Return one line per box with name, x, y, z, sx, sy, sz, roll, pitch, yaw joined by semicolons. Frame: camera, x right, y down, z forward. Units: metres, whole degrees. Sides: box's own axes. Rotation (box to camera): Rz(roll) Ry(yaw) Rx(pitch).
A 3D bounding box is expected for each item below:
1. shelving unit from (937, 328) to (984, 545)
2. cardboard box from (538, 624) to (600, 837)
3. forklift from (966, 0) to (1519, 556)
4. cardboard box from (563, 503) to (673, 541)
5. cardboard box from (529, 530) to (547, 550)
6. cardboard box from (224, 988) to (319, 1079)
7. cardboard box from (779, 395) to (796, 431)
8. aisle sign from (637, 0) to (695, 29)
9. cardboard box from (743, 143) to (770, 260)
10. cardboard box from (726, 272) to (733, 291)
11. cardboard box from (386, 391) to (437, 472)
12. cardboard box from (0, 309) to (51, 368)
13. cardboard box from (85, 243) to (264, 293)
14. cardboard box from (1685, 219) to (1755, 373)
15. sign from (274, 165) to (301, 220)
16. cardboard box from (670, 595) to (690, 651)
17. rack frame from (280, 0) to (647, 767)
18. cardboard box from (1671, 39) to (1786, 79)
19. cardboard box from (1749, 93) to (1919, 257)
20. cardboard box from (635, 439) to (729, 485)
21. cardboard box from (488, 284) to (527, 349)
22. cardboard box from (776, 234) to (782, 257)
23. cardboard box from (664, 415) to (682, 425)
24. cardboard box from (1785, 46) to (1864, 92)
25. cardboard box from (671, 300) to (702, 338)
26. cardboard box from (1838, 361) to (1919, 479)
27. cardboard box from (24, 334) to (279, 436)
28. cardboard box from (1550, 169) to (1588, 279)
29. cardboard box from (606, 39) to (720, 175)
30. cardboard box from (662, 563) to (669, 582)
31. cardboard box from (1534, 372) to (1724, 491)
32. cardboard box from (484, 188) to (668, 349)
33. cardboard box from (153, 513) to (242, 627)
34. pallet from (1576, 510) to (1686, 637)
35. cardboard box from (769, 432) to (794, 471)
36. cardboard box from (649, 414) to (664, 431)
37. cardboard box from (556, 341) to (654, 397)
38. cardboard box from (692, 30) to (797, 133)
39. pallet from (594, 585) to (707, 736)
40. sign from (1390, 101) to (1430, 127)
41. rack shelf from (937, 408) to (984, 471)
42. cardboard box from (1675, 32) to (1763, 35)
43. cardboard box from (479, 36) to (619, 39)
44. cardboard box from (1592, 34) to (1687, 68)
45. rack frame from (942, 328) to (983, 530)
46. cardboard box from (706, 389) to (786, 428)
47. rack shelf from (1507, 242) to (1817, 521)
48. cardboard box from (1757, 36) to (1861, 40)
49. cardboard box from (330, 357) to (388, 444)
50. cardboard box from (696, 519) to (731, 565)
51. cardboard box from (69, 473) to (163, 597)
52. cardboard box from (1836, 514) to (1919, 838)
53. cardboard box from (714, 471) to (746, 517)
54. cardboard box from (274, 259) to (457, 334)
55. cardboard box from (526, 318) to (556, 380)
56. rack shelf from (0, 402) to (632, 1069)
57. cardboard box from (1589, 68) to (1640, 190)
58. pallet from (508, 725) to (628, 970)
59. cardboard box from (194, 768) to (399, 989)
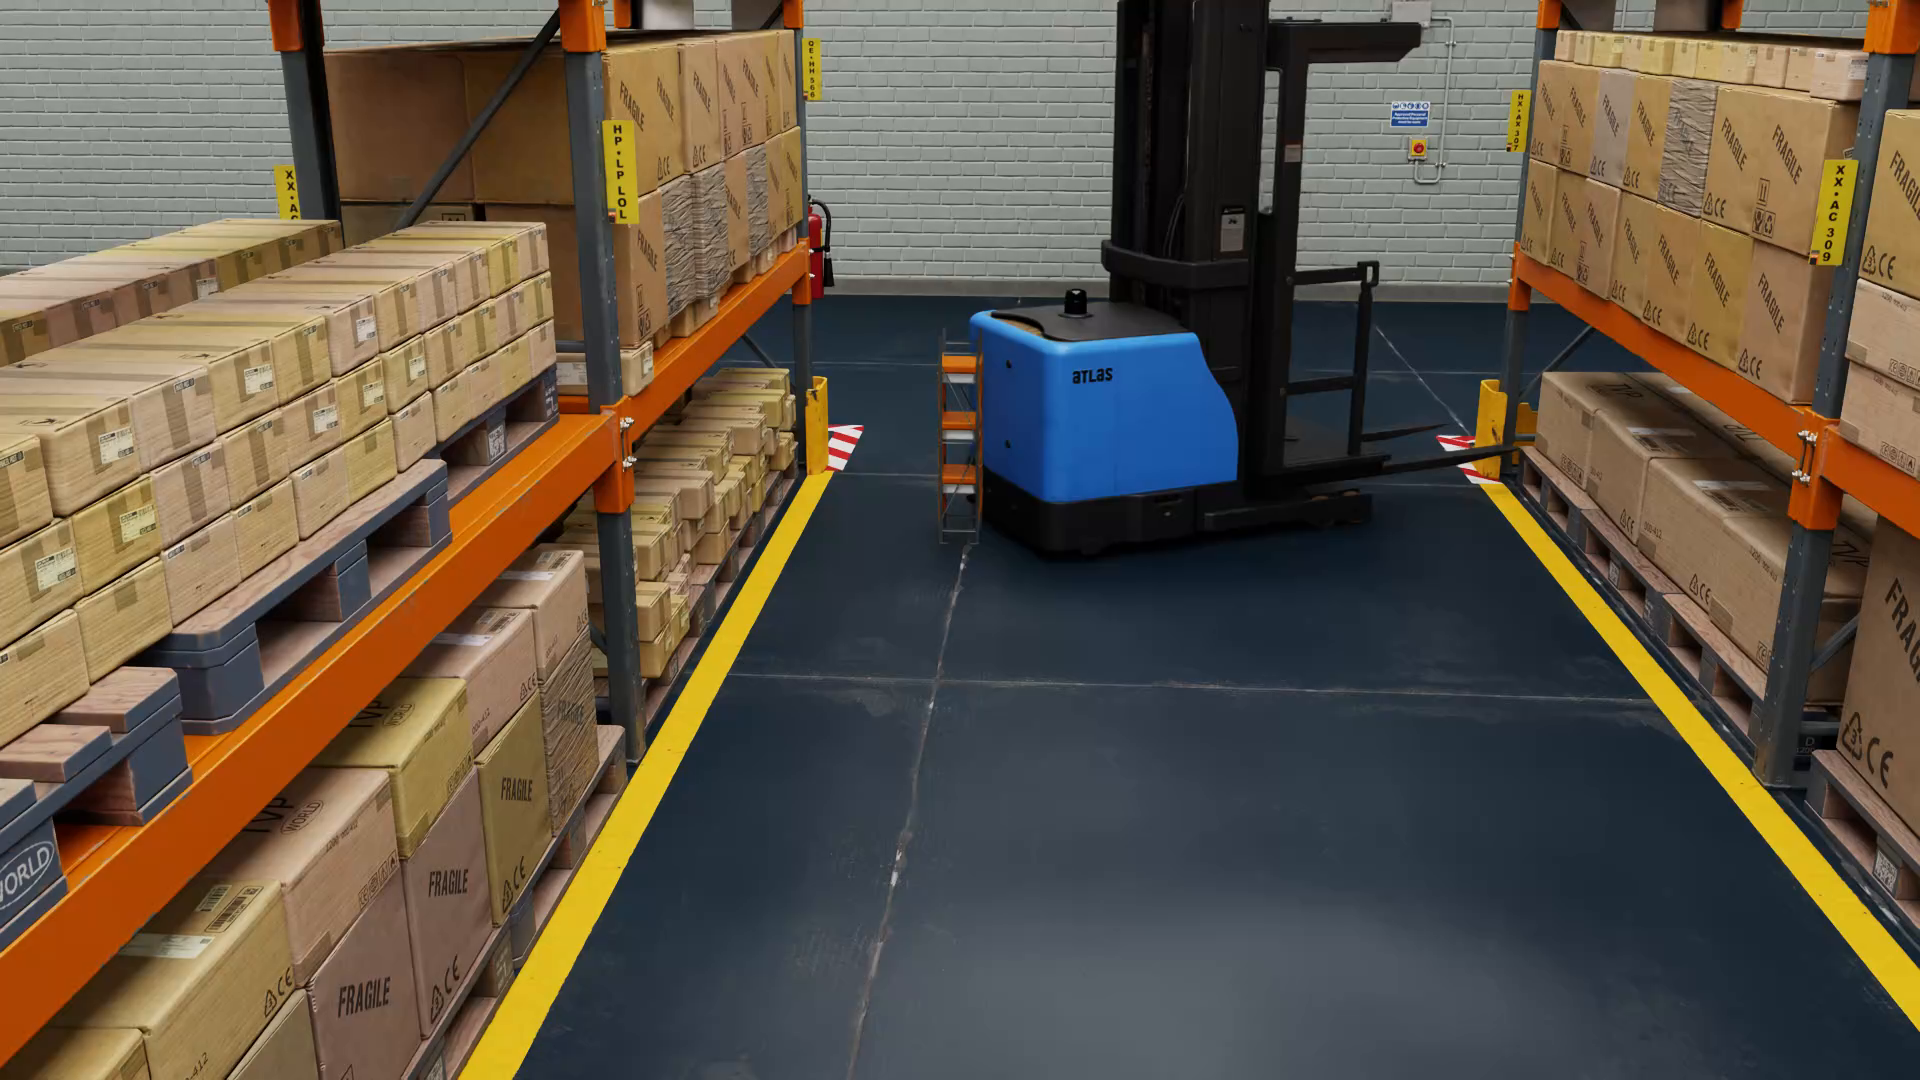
shelving unit;0.004;-0.516;8.310;0.215;1.050;0.252;1;18;4
cardboard box;-1.449;0.578;5.182;0.500;0.500;0.500;1;18;3
forklift;1.598;-1.598;8.594;3.031;2.935;1.130;-8;20;-22
cardboard box;-1.368;-0.039;6.675;0.380;0.149;0.250;1;18;3
cardboard box;-1.892;-0.047;6.699;0.380;0.149;0.250;1;18;3
cardboard box;-1.596;1.215;3.239;0.500;0.500;0.500;1;18;5
cardboard box;-1.113;-0.704;9.180;0.380;0.149;0.250;1;18;2
aisle sign;-1.654;-3.153;9.053;0.394;0.787;0.004;1;18;4
cardboard box;-1.205;-1.614;7.893;0.500;0.500;0.500;1;18;4
cardboard box;-1.282;-1.263;7.864;0.380;0.149;0.250;1;18;2
cardboard box;-1.548;-0.276;4.176;0.380;0.149;0.250;1;18;2
cardboard box;-2.241;-0.411;3.634;0.380;0.149;0.250;2;18;6
cardboard box;-2.169;-0.730;4.608;0.380;0.149;0.250;1;18;4
cardboard box;3.107;-0.924;6.264;0.500;0.500;0.500;1;18;3
sign;-2.189;-1.067;5.471;0.100;0.325;0.005;1;18;4
cardboard box;-1.281;0.321;6.530;0.380;0.149;0.250;2;18;6
rack frame;-1.647;-0.646;5.576;1.000;3.000;0.127;1;18;4
cardboard box;3.160;-1.973;6.818;0.380;0.149;0.250;1;18;4
cardboard box;3.056;-1.242;5.630;0.500;0.500;0.500;1;18;3
cardboard box;-1.278;-0.360;7.654;0.380;0.149;0.250;1;18;4
cardboard box;-1.496;-0.657;4.863;0.380;0.149;0.250;1;18;4
cardboard box;-1.157;-1.585;8.845;0.380;0.149;0.250;1;18;4
cardboard box;-1.659;-0.555;8.727;0.380;0.149;0.250;2;18;5
cardboard box;3.157;-1.657;5.854;0.380;0.149;0.250;1;18;4
cardboard box;-1.280;-0.934;6.860;0.380;0.149;0.250;2;18;5
cardboard box;3.003;-0.365;4.959;0.500;0.250;0.500;1;18;3
cardboard box;-1.615;-0.314;3.337;0.380;0.149;0.250;2;18;6
cardboard box;3.255;-1.556;8.194;0.500;0.500;0.500;1;18;3
cardboard box;-1.283;-1.762;6.738;0.500;0.500;0.500;2;18;5
cardboard box;-1.392;0.106;6.710;0.380;0.149;0.250;1;18;4
cardboard box;3.637;-0.584;8.827;0.875;0.438;0.875;1;18;2
cardboard box;-1.360;-0.983;5.967;0.500;0.500;0.500;1;18;3
cardboard box;-1.628;0.048;3.188;0.380;0.149;0.250;2;18;6
pallet;3.515;0.144;7.644;1.003;0.211;1.213;1;18;4
cardboard box;-1.107;-0.483;8.982;0.380;0.149;0.250;2;18;6
cardboard box;-1.717;-0.618;8.440;0.380;0.149;0.250;0;18;1
cardboard box;-1.300;-0.607;5.862;0.380;0.149;0.250;2;18;6
cardboard box;-1.145;-2.404;8.699;0.500;0.500;0.500;1;18;3
pallet;-1.634;0.470;6.650;1.003;0.211;1.213;1;18;4
sign;3.922;-3.709;14.492;0.327;0.218;0.001;1;18;4
rack shelf;0.004;-0.505;8.314;0.215;0.259;0.240;1;18;4
cardboard box;3.764;-2.445;8.258;0.380;0.149;0.250;2;18;5
cardboard box;-1.780;-1.942;7.289;0.500;0.500;0.500;1;18;2
cardboard box;3.201;-2.292;7.794;0.380;0.149;0.250;1;18;2
rack frame;0.013;-0.553;8.426;0.200;1.050;0.008;1;18;4
cardboard box;-1.113;-0.685;8.646;0.380;0.149;0.250;1;18;3
rack shelf;3.441;-0.846;7.343;1.077;0.370;4.000;1;18;4
cardboard box;3.722;-2.126;7.287;0.380;0.149;0.250;2;18;5
cardboard box;-1.569;-0.330;3.863;0.380;0.149;0.250;1;18;4
cardboard box;-1.248;0.000;7.511;0.380;0.149;0.250;1;18;2
cardboard box;-1.648;-0.016;2.906;0.380;0.149;0.250;1;18;4
cardboard box;3.333;0.438;5.007;0.875;0.875;0.875;2;18;6
cardboard box;-1.202;-0.216;7.691;0.380;0.149;0.250;1;18;4
cardboard box;-1.538;-0.634;4.315;0.380;0.149;0.250;1;18;4
cardboard box;-1.478;-0.598;5.160;0.380;0.149;0.250;1;18;3
rack shelf;-1.790;0.317;3.793;1.077;0.370;4.000;1;18;4
cardboard box;3.207;-1.868;7.541;0.500;0.500;0.500;1;18;3
pallet;-1.701;0.921;5.273;1.003;0.211;1.213;1;18;4
cardboard box;-1.558;0.709;3.578;0.500;0.250;0.500;1;18;4
